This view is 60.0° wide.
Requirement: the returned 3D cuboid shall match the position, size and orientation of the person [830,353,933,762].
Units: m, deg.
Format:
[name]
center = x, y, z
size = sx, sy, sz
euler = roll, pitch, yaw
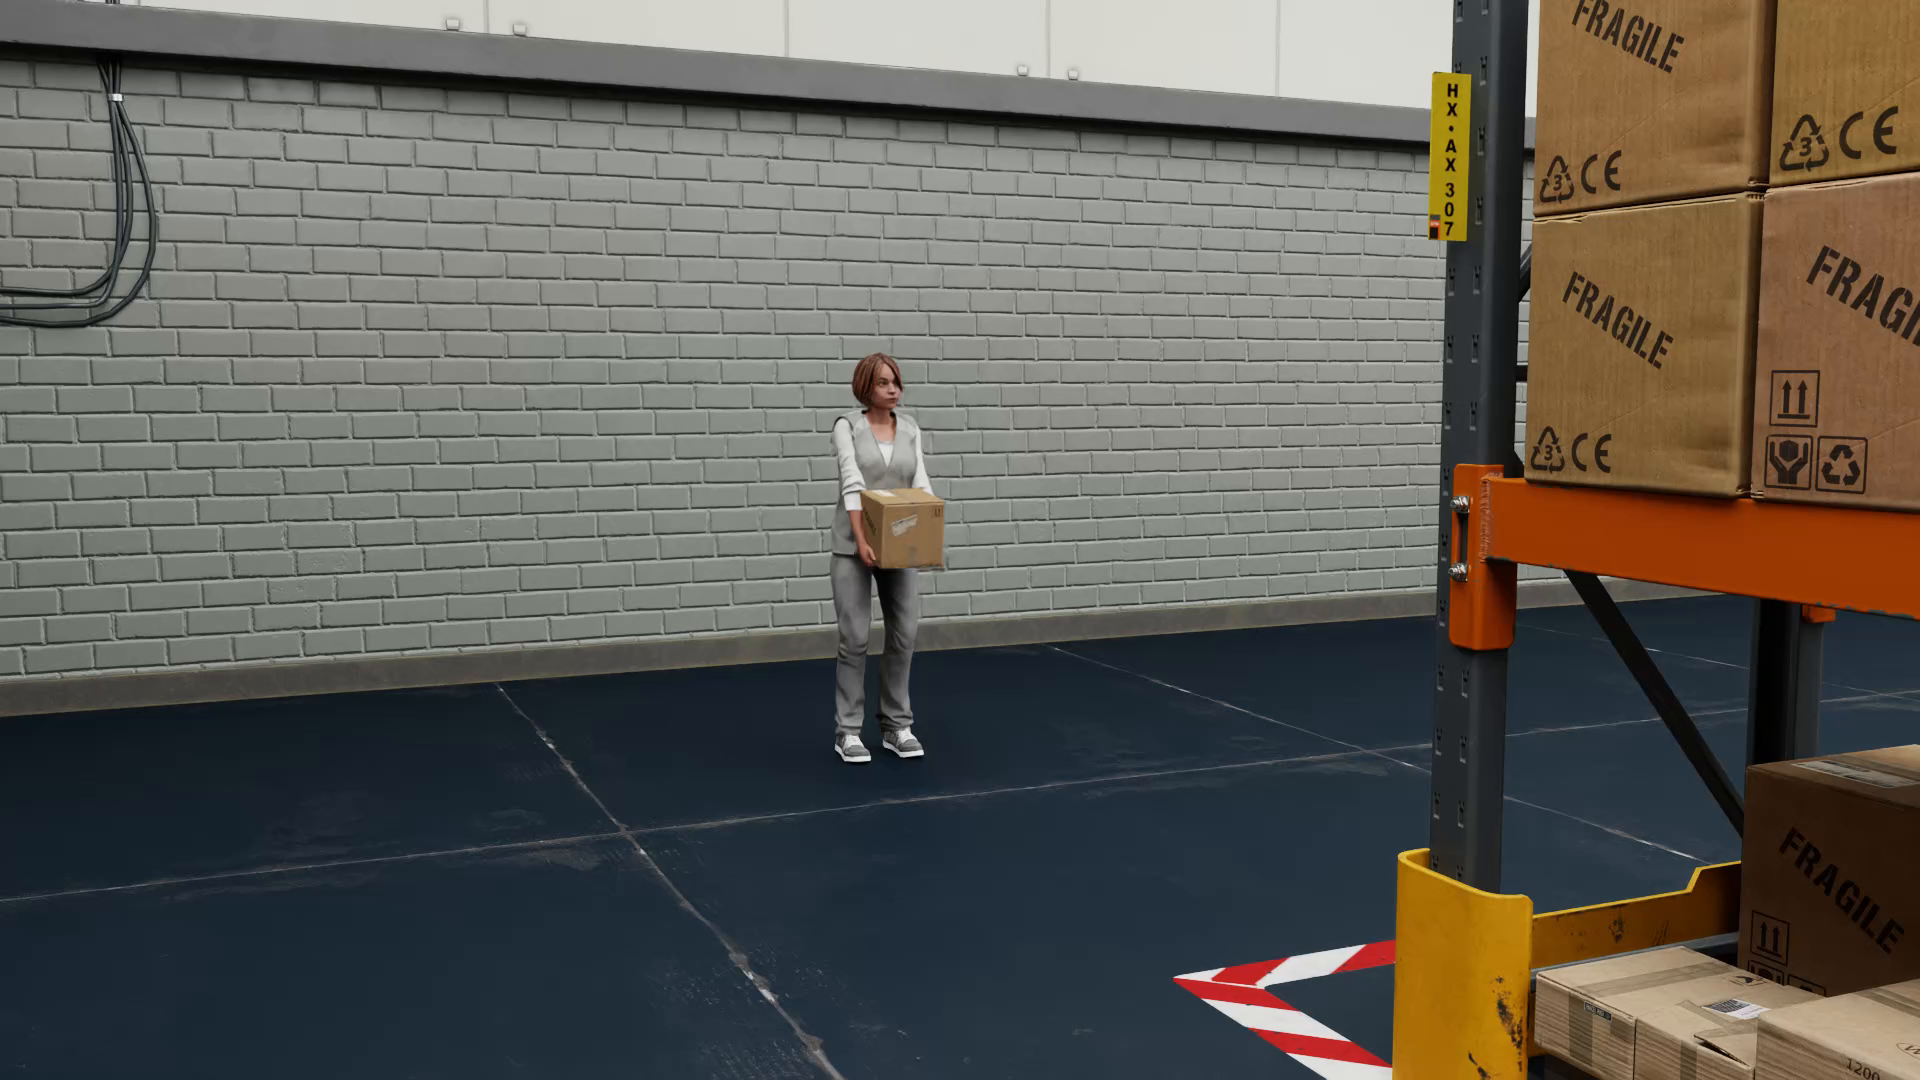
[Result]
[person]
center = -0.297, 0.073, 6.491
size = 0.375, 1.598, 0.503
euler = -3, 6, -25
